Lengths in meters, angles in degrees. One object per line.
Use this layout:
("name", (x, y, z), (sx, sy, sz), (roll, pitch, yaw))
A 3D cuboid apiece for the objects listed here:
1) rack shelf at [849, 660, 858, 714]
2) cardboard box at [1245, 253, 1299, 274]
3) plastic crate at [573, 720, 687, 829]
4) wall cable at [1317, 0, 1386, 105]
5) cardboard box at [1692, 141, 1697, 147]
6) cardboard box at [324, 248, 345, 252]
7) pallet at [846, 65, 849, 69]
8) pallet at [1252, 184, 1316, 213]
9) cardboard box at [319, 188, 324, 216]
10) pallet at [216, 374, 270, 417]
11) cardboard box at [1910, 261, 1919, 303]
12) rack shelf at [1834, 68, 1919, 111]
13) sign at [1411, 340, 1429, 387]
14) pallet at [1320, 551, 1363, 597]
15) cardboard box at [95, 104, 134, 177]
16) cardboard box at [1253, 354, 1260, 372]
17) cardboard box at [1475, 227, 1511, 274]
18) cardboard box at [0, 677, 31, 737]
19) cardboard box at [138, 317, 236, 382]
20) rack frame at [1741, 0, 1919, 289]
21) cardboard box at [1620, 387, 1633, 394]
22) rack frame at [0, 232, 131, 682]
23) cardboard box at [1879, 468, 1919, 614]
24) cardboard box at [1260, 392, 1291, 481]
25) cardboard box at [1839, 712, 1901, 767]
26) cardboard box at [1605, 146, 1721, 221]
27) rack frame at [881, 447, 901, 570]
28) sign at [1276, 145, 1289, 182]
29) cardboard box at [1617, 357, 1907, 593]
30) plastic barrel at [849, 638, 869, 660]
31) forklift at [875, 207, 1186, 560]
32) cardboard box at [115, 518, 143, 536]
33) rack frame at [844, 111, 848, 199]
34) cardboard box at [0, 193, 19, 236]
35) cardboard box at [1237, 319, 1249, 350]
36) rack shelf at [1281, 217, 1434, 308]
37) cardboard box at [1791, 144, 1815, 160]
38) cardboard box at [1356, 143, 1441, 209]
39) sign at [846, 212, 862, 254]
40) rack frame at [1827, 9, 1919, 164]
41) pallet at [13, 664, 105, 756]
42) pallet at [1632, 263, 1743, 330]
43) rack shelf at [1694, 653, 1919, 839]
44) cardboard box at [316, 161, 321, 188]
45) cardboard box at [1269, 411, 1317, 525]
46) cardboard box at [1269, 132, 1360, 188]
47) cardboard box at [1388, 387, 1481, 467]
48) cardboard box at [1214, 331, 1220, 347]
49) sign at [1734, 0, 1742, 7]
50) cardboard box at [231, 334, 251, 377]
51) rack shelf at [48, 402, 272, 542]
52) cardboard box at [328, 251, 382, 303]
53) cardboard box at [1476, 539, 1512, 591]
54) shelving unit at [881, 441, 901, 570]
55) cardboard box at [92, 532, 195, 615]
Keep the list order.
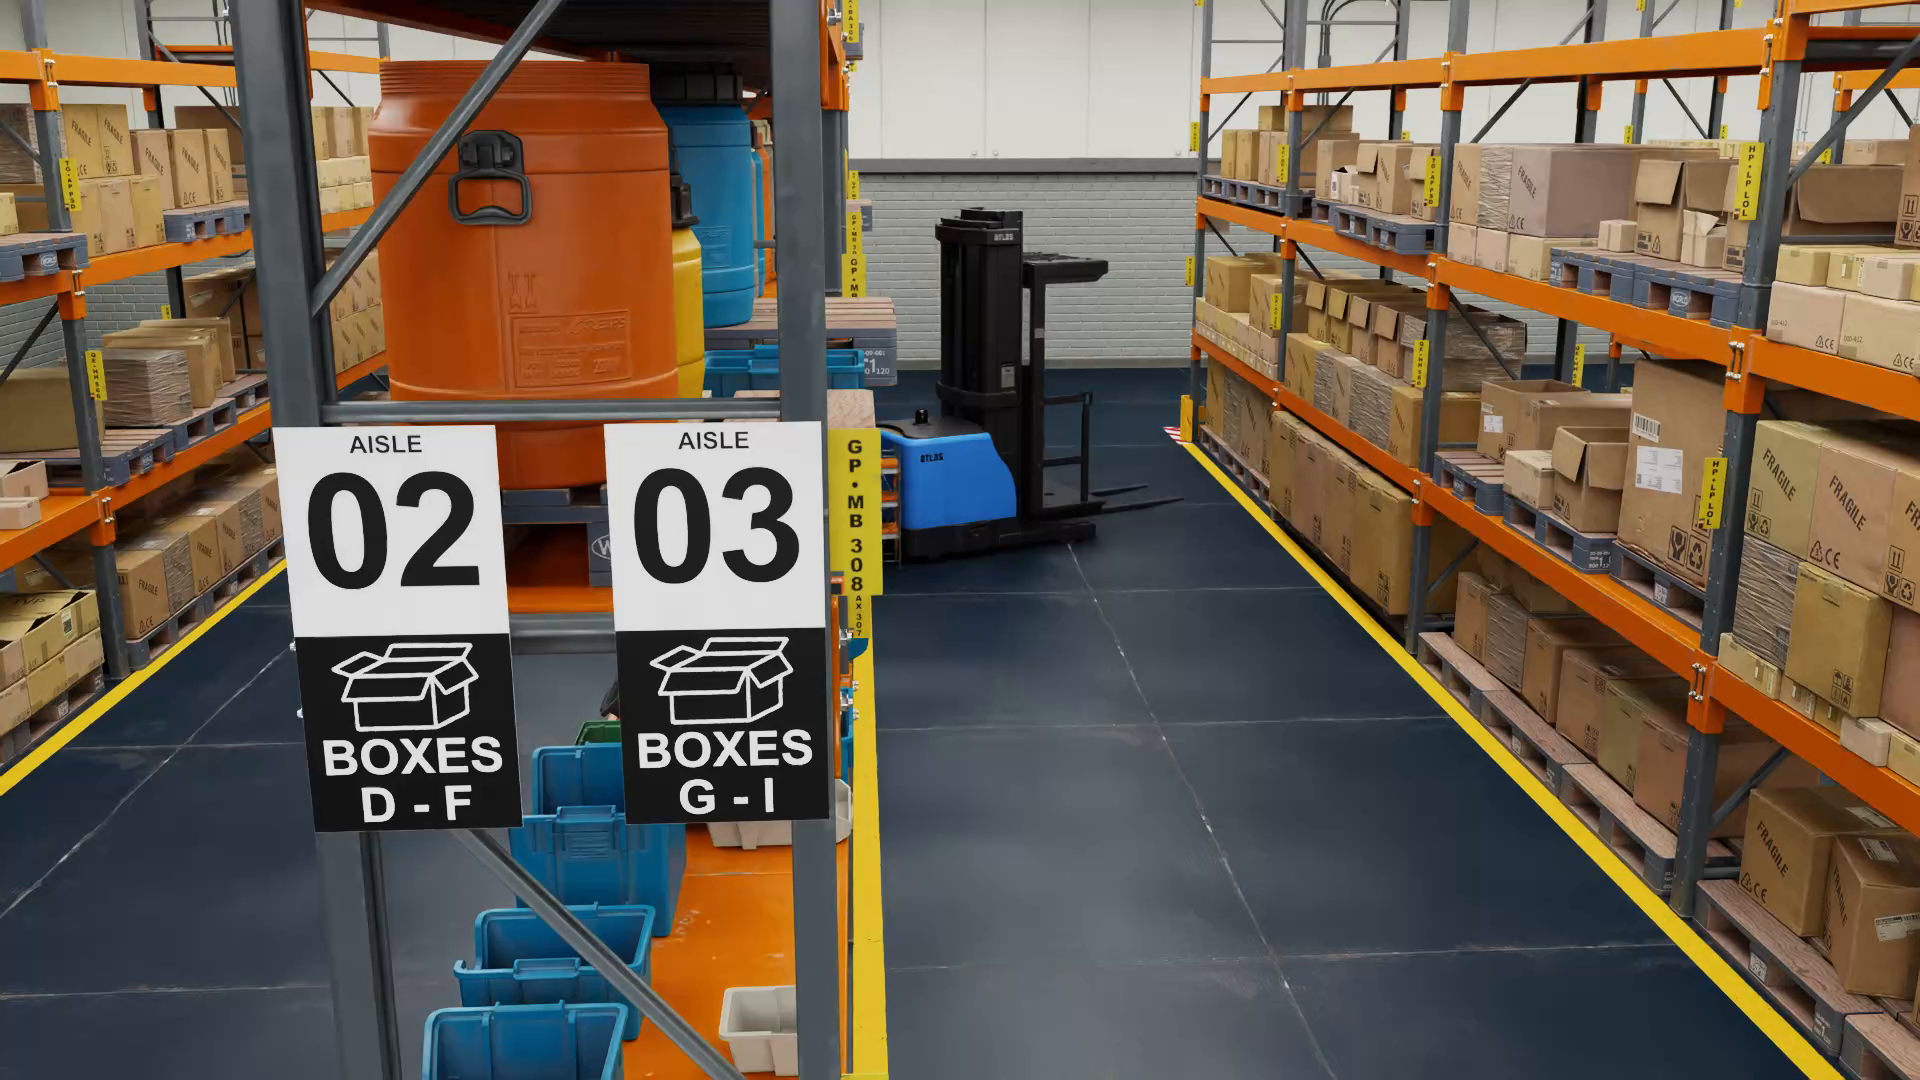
("rack shelf", (-1.120, 0.269, 9.404), (1.077, 0.370, 4.000), (-1, 14, -3))
("cardboard box", (3.496, -2.960, 18.711), (0.500, 0.500, 0.500), (-1, 14, -3))
("plastic crate", (-1.194, 0.863, 6.079), (0.450, 0.188, 0.662), (-1, 14, -3))
("wall cable", (6.293, -8.566, 23.802), (2.277, 5.999, 0.120), (-1, 14, -3))
("cardboard box", (8.031, -4.170, 17.692), (0.380, 0.149, 0.250), (0, 14, -2))
("cardboard box", (-6.920, -2.909, 18.105), (0.500, 0.500, 0.500), (0, 14, -2))
("pallet", (-1.410, -3.986, 13.642), (1.003, 0.211, 1.213), (-1, 14, -3))
("pallet", (3.411, -3.261, 15.840), (1.003, 0.211, 1.213), (-1, 14, -3))
("cardboard box", (-6.246, -3.125, 15.434), (0.500, 0.250, 0.500), (-1, 14, -3))
("pallet", (-6.496, -1.203, 14.066), (1.003, 0.211, 1.213), (-1, 14, -3))
("cardboard box", (3.798, -0.952, 6.190), (0.380, 0.149, 0.250), (0, 14, -2))
("rack shelf", (8.532, -3.565, 13.070), (1.077, 0.370, 4.000), (-1, 14, -3))
("sign", (3.145, -1.204, 11.364), (0.100, 0.325, 0.005), (-1, 14, -3))
("pallet", (3.653, 0.197, 13.836), (1.003, 0.211, 1.213), (-1, 14, -3))
("cardboard box", (-6.272, -2.849, 11.852), (0.500, 0.500, 0.500), (-1, 14, -3))
("cardboard box", (3.074, -1.725, 16.215), (0.380, 0.149, 0.250), (-1, 14, -4))
("cardboard box", (3.506, -1.785, 10.224), (0.500, 0.250, 0.500), (-1, 14, -2))
("cardboard box", (-5.849, 1.007, 9.766), (0.500, 0.250, 0.500), (-1, 14, -2))
("cardboard box", (-6.630, -1.626, 14.285), (0.700, 0.500, 0.500), (-6, 16, -22))
("rack frame", (3.947, -2.564, 6.931), (1.000, 3.000, 0.127), (-1, 14, -3))
("cardboard box", (7.854, -1.669, 19.180), (0.380, 0.149, 0.250), (-2, 15, -6))
("rack frame", (-6.188, -0.501, 10.954), (1.000, 3.000, 0.127), (-1, 14, -3))
("cardboard box", (3.784, 0.029, 6.088), (0.500, 0.500, 0.500), (-1, 14, -3))
("cardboard box", (3.490, -0.988, 16.267), (0.875, 0.875, 0.875), (-1, 14, -3))
("cardboard box", (3.705, 0.770, 6.517), (0.380, 0.149, 0.250), (-1, 14, -3))
("cardboard box", (4.036, -2.031, 9.676), (0.500, 0.500, 0.500), (-1, 14, -2))
("rack frame", (-0.600, -0.260, 13.928), (0.200, 1.050, 0.008), (-3, 15, -10))
("sign", (2.897, -3.380, 14.929), (0.100, 0.325, 0.005), (-1, 14, -3))
("cardboard box", (4.037, -0.352, 8.328), (1.000, 1.000, 1.000), (-1, 14, -3))
("plastic barrel", (-0.718, 0.075, 7.711), (0.600, 0.901, 0.708), (-1, 14, -3))
("forklift", (0.645, -1.491, 14.941), (3.031, 2.935, 1.130), (-8, 16, -28))
("cardboard box", (-6.512, 0.139, 12.601), (0.500, 0.500, 0.500), (-1, 14, -5))
("rack frame", (-1.492, -4.477, 14.367), (1.000, 3.000, 0.127), (-1, 14, -3))
("cardboard box", (-6.104, -1.973, 10.112), (0.500, 0.250, 0.500), (-2, 15, -8))
("cardboard box", (3.096, -2.081, 16.798), (0.500, 0.250, 0.500), (-1, 14, -2))
("rack shelf", (3.575, -2.255, 13.194), (1.077, 0.370, 4.000), (-1, 14, -3))
("cardboard box", (8.089, -3.654, 15.686), (0.380, 0.149, 0.250), (-1, 14, -2))
("cardboard box", (3.551, -2.867, 13.079), (0.797, 0.503, 0.637), (-1, 14, -4))
("sign", (-0.696, -1.989, 10.927), (0.100, 0.325, 0.005), (-1, 14, -3))
("rack frame", (8.408, -4.605, 14.864), (1.000, 3.000, 0.127), (-1, 14, -3))
("pallet", (-6.176, 1.055, 10.504), (1.003, 0.211, 1.213), (-1, 14, -3))
("pallet", (4.015, -1.175, 7.931), (1.213, 0.211, 1.003), (-1, 14, -3))
("rack shelf", (4.071, 1.187, 5.835), (1.077, 0.370, 4.000), (-1, 14, -3))
("cardboard box", (-6.251, -3.367, 15.371), (0.500, 0.250, 0.500), (-1, 14, -3))
("cardboard box", (3.511, -0.663, 15.007), (1.225, 0.875, 0.875), (-1, 14, -3))
("cardboard box", (3.343, -3.595, 15.713), (0.700, 0.500, 0.500), (-2, 15, -7))
("cardboard box", (3.421, -0.820, 11.995), (0.500, 0.500, 0.500), (0, 14, -2))
("cardboard box", (2.962, -2.172, 17.953), (0.380, 0.149, 0.250), (-1, 14, -5))
("sign", (8.715, -6.132, 18.608), (0.100, 0.325, 0.005), (-1, 14, -3))
("cardboard box", (-6.723, -1.665, 15.276), (0.500, 0.500, 0.500), (-1, 14, -3))
("rack shelf", (-6.312, -0.650, 12.977), (1.077, 0.370, 4.000), (-1, 14, -3))
("cardboard box", (-6.350, -2.791, 17.648), (0.500, 0.500, 0.500), (0, 14, -2))
("cardboard box", (3.771, 0.147, 11.063), (0.500, 0.250, 0.500), (0, 14, -1))
("shelving unit", (-0.622, -0.290, 14.044), (0.215, 1.050, 0.252), (-3, 15, -10))
("cardboard box", (-5.969, 0.249, 12.174), (0.500, 0.500, 0.500), (-1, 14, -5))
